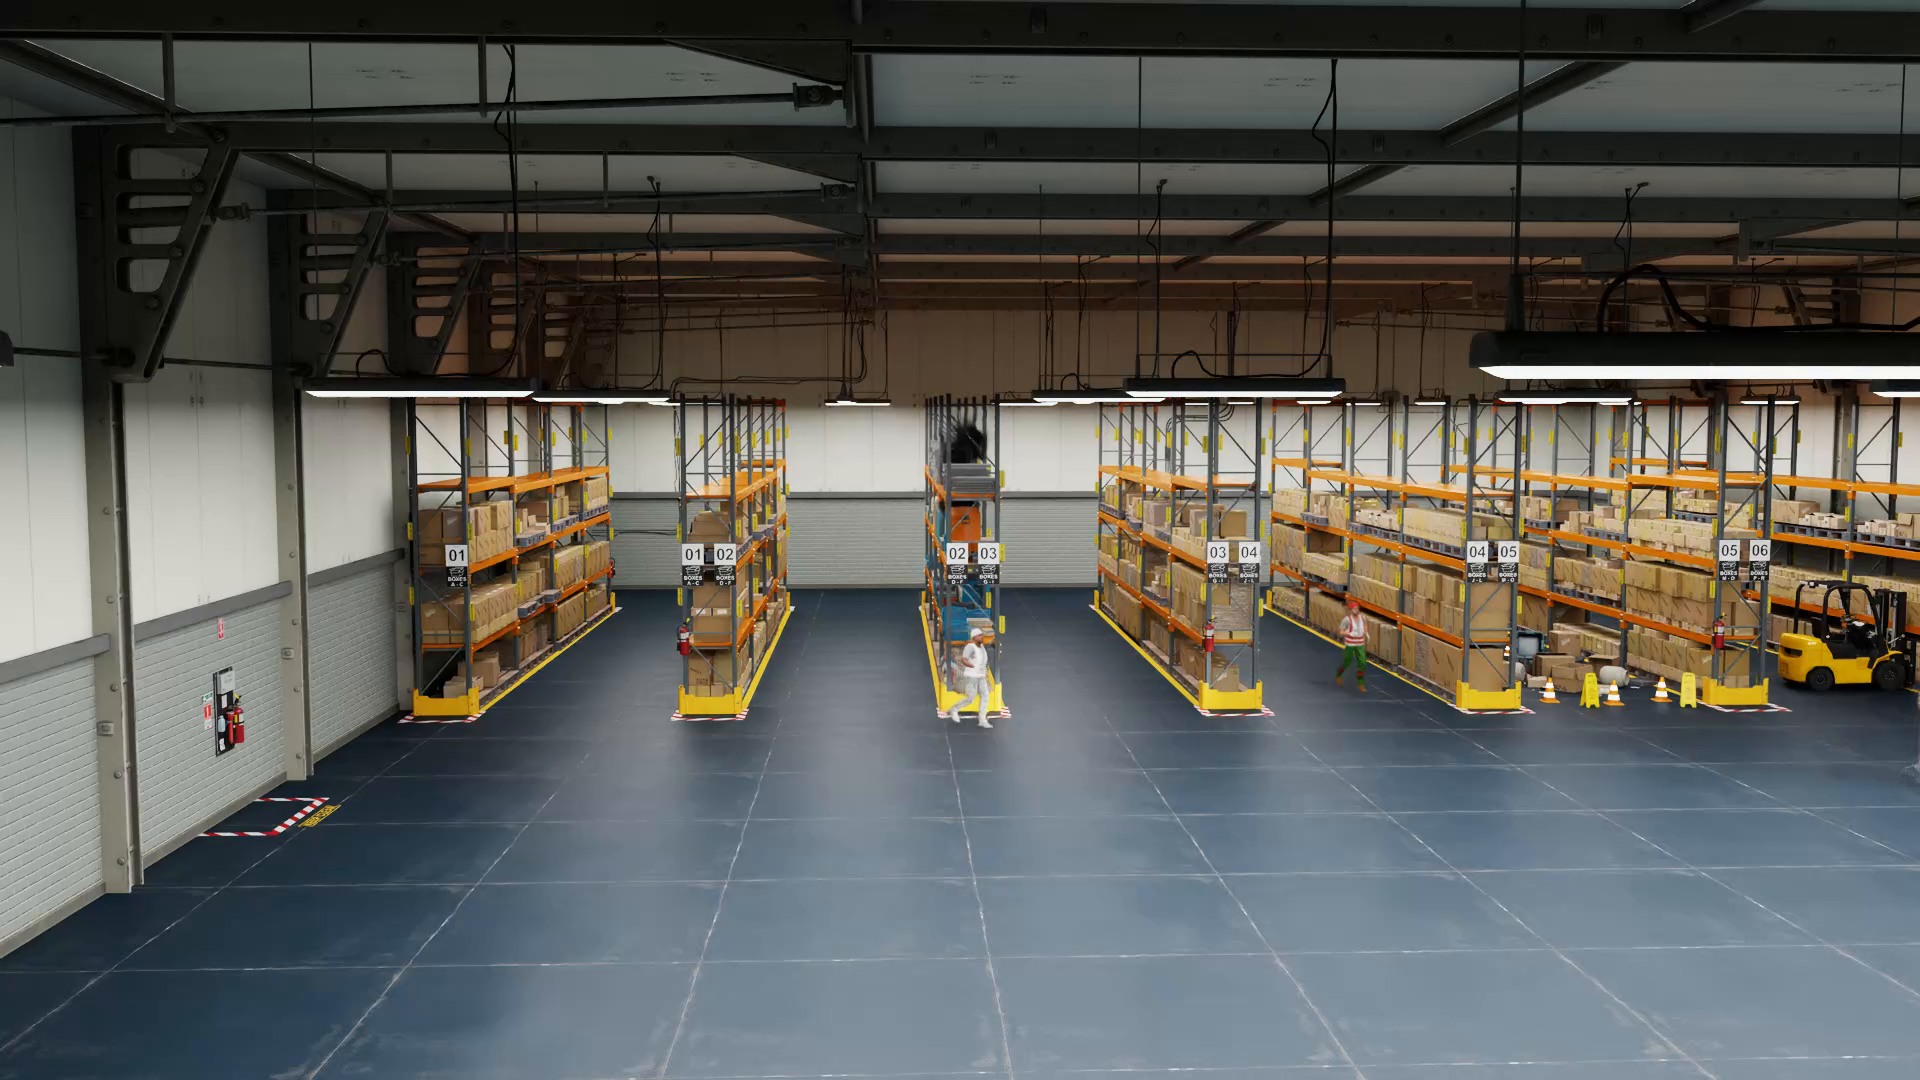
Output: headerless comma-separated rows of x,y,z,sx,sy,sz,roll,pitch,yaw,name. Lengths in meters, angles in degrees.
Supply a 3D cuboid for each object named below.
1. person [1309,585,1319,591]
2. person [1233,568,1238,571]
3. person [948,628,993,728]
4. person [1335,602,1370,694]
10.285,1.010,48.835,0.731,1.798,0.724,4,6,41,person
7.643,1.144,47.007,0.746,1.754,1.013,1,5,9,person
0.261,2.471,29.942,0.908,1.766,0.690,3,5,34,person
7.993,2.156,33.788,0.673,1.814,0.980,-1,5,-10,person
